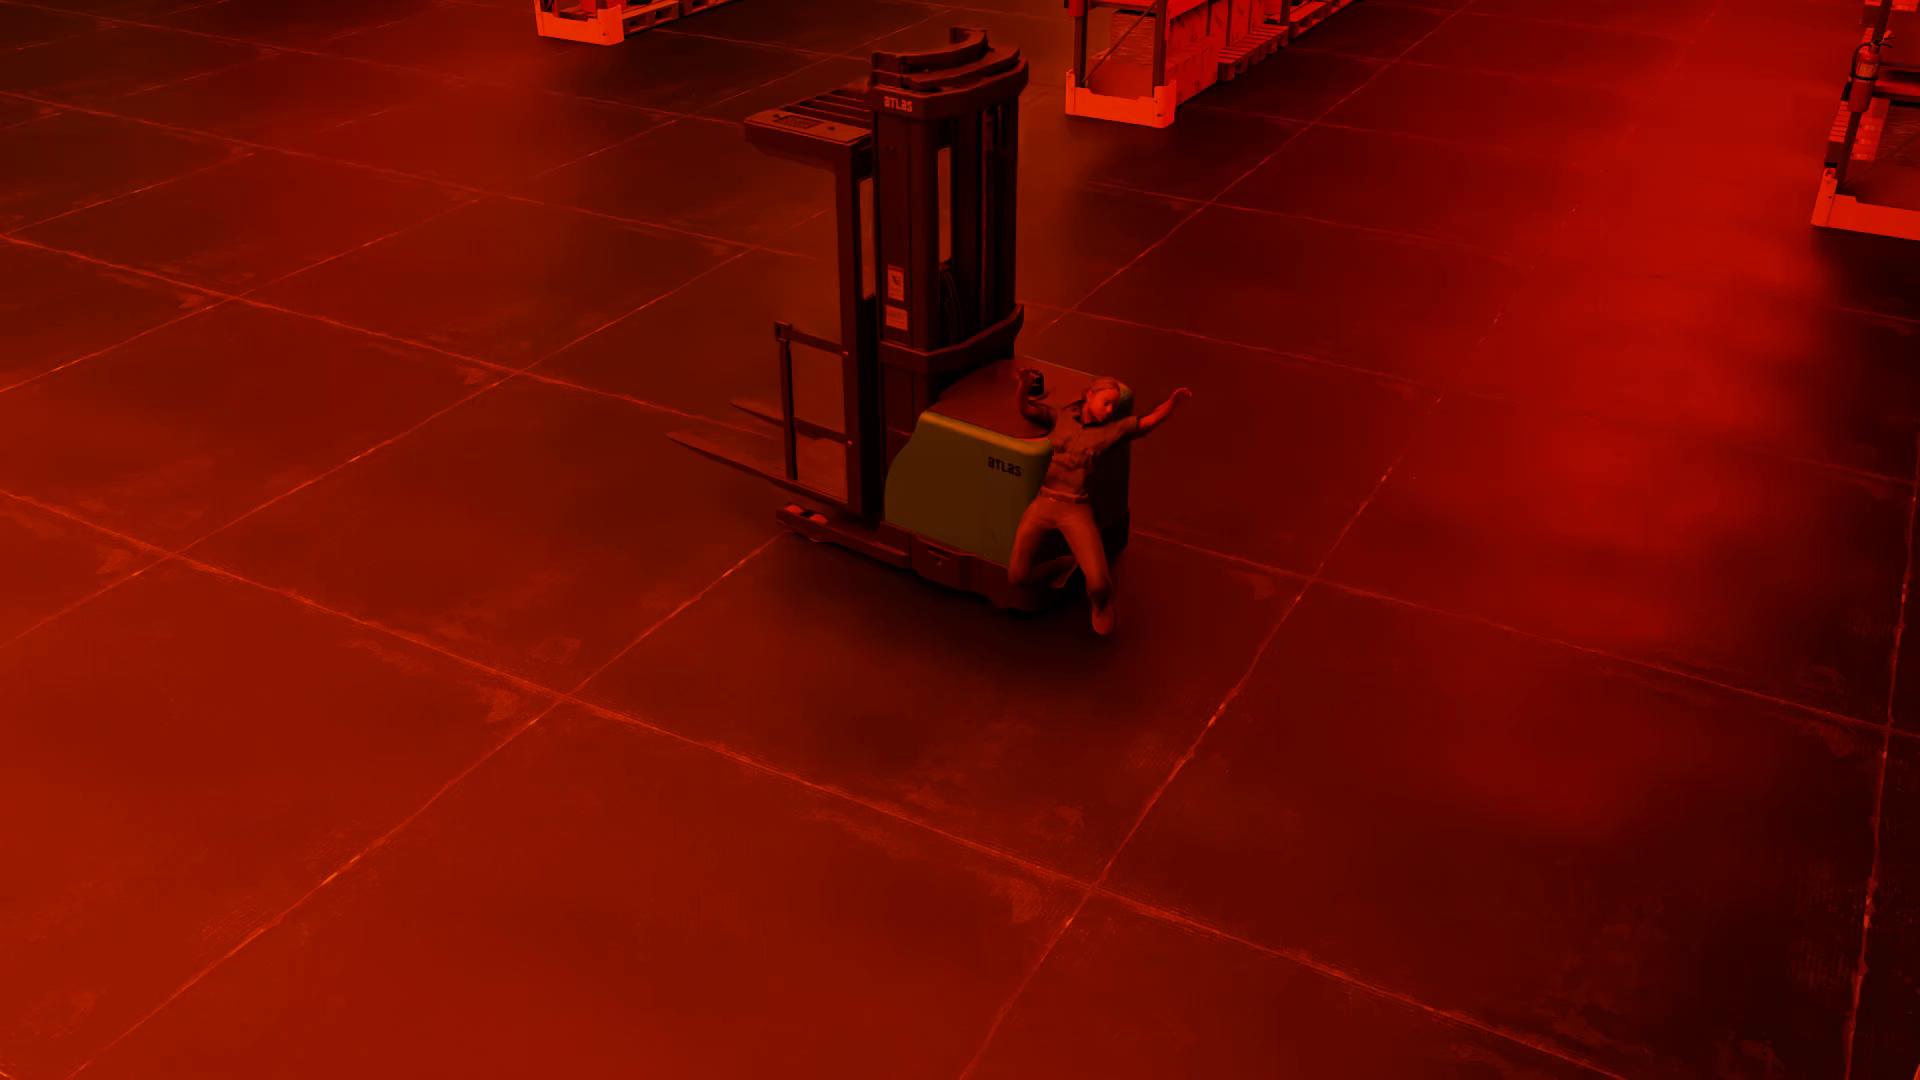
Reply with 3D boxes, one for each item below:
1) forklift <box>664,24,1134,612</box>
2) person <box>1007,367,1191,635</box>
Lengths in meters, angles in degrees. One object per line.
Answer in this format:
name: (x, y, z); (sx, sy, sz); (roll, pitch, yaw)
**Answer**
forklift: (-0.496, -1.448, 9.579); (3.031, 2.935, 1.130); (20, 36, 31)
person: (0.723, -0.216, 8.821); (0.930, 1.588, 0.737); (12, 32, 20)
